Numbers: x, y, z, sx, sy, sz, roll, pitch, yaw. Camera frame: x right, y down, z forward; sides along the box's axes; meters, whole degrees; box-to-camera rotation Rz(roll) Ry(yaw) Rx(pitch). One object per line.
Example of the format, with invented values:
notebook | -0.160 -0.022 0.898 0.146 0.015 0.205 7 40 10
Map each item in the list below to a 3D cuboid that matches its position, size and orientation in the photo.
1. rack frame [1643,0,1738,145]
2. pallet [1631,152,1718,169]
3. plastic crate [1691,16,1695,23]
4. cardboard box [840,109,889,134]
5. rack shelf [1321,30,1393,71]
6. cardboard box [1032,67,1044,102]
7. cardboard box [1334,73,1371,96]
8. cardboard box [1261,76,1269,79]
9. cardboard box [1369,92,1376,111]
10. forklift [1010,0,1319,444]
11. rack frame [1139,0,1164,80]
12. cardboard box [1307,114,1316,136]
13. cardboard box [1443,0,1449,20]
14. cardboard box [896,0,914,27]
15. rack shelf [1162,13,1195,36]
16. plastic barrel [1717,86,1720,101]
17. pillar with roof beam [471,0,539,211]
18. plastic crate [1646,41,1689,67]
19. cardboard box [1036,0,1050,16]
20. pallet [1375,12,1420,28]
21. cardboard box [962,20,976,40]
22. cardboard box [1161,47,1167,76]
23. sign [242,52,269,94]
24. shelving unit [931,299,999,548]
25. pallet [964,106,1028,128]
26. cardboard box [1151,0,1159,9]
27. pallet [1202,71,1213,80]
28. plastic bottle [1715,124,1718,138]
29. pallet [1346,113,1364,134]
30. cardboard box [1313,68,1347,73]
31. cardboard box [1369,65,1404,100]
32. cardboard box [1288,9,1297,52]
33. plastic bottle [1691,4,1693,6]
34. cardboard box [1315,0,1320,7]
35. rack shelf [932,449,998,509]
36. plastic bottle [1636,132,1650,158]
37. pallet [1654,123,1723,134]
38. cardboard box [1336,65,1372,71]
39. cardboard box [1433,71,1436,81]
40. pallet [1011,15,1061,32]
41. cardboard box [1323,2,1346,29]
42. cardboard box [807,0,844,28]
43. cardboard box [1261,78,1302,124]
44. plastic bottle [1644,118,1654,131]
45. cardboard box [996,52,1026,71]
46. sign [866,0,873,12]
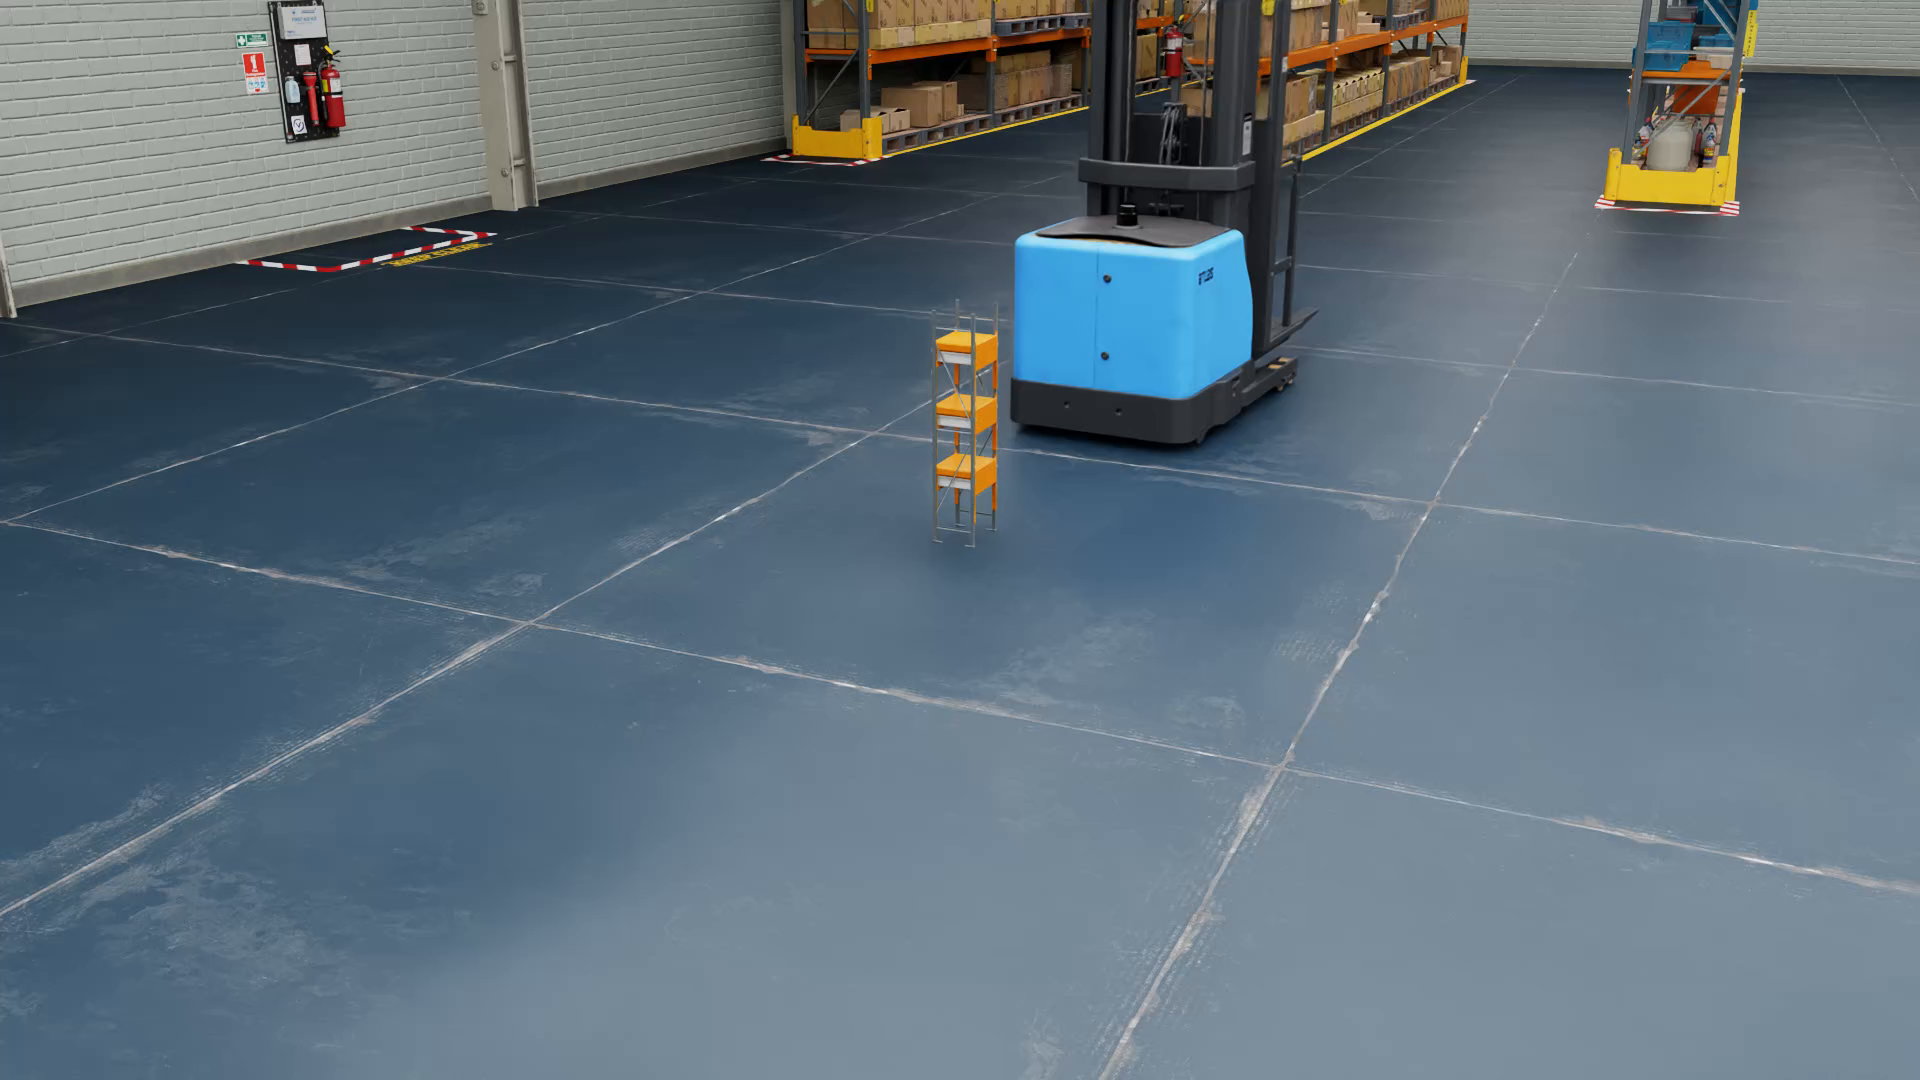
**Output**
rack frame | 9.069 -6.188 20.391 1.000 3.000 0.127 9 21 23
pallet | 8.257 -4.300 19.245 1.003 0.211 1.213 9 21 23
plastic crate | 9.237 -6.560 21.462 0.392 0.384 0.575 9 21 23
cardboard box | -1.242 -5.464 21.712 0.500 0.311 0.500 6 20 17
rack shelf | 5.370 -7.141 24.145 1.077 0.370 4.000 9 21 23
cardboard box | 0.927 -7.275 26.522 0.700 0.500 0.500 8 21 22
cardboard box | 5.783 -6.750 24.613 0.500 0.311 0.500 8 21 22
cardboard box | 3.666 -5.720 21.433 0.500 0.500 0.500 9 21 23
cardboard box | 5.988 -6.641 25.144 0.500 0.250 0.500 8 21 22
forklift | 1.407 -2.330 9.647 1.130 2.935 3.031 10 22 26
rack frame | 3.306 -9.993 31.090 1.000 3.000 0.127 9 21 23
cardboard box | 4.347 -5.448 21.787 0.500 0.250 0.500 9 21 23
cardboard box | 8.491 -9.637 29.940 0.500 0.500 0.500 9 21 24
cardboard box | -0.926 -6.871 21.387 0.500 0.500 0.500 9 21 23
rack shelf | 4.125 -10.265 32.930 1.077 0.370 4.000 9 21 23
plastic barrel | 11.354 -6.969 25.561 0.600 0.588 0.708 9 21 23
pillar with roof beam | -0.640 -7.059 13.887 9.100 9.000 0.400 9 21 23
plastic crate | 7.634 -5.287 18.080 0.499 0.251 0.408 9 21 23
cardboard box | 0.995 -8.495 26.074 0.700 0.500 0.500 9 21 23
pallet | 6.981 -8.596 27.450 1.003 0.211 1.213 9 21 23
cardboard box | -0.099 -7.148 23.286 0.500 0.250 0.500 9 21 23
cardboard box | 3.706 -9.227 32.042 0.700 0.500 0.500 9 21 23
sign | -5.934 -3.935 14.002 0.001 0.329 0.234 9 21 23
shelving unit | 0.022 -0.511 7.339 0.215 1.050 0.252 9 21 23
pallet | 0.348 -6.471 25.351 1.003 0.211 1.213 9 21 23
cardboard box | 3.347 -10.014 30.526 0.500 0.500 0.500 8 21 22
pallet | 4.688 -9.646 34.278 1.003 0.211 1.213 9 21 23
plastic bottle | 9.173 -4.923 20.232 0.061 0.283 0.133 10 22 25
pallet | 5.316 -6.160 24.474 1.003 0.211 1.213 9 21 23
cardboard box | 5.707 -7.138 25.703 0.500 0.311 0.500 9 22 25
cardboard box | 6.846 -7.382 26.822 0.500 0.500 0.500 8 21 21
cardboard box | 3.748 -6.307 20.579 0.700 0.500 0.500 9 22 24
plastic bottle | 11.888 -8.535 27.064 0.144 0.351 0.185 9 21 23
cardboard box | 4.427 -6.953 21.426 0.380 0.149 0.250 8 21 21
rack shelf | 0.022 -0.239 7.436 0.215 0.259 0.240 9 21 23
plastic bottle | 7.911 -4.584 19.290 0.152 0.276 0.135 9 21 23
pallet | 9.853 -5.494 22.601 1.003 0.211 1.213 9 21 23
cardboard box | 6.358 -7.439 26.984 0.500 0.500 0.500 9 22 25
cardboard box | 8.542 -8.551 30.608 0.380 0.166 0.250 9 21 23
pallet | 0.895 -8.069 25.967 1.003 0.211 1.213 9 21 23
cardboard box | 5.096 -7.309 23.396 0.500 0.500 0.500 10 22 27
cardboard box | -1.608 -6.790 21.159 0.500 0.500 0.500 8 21 22
cardboard box | 3.953 -5.493 20.796 0.500 0.500 0.500 9 21 23
plastic bottle | 8.360 -4.957 20.228 0.144 0.351 0.185 9 22 24
cardboard box | 0.704 -7.452 25.901 0.500 0.250 0.500 8 21 21
sign | -1.112 -6.658 20.421 0.100 0.325 0.005 9 21 23
